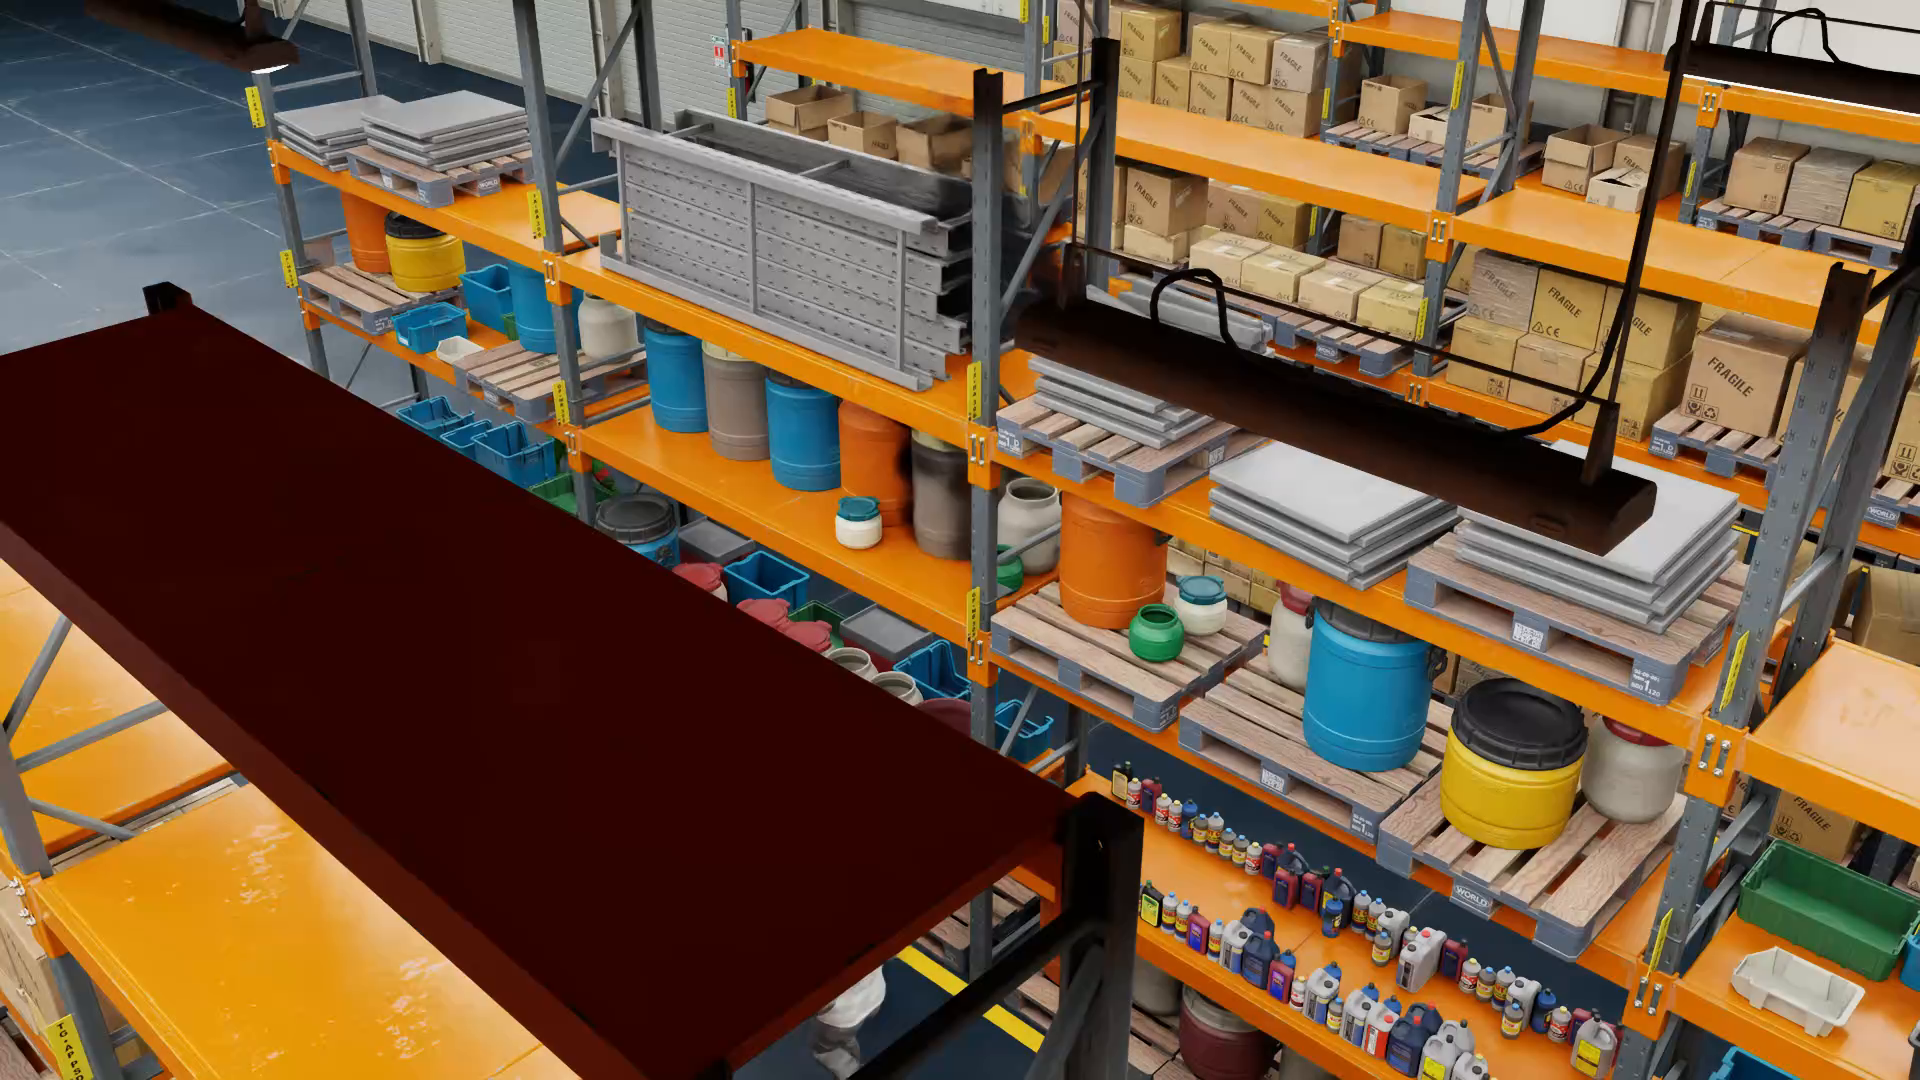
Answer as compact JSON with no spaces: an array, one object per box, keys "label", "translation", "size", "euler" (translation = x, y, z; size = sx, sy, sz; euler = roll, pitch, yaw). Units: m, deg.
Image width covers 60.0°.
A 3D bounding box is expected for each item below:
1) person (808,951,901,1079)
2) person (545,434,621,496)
[{"label":"person","translation":[-0.587,2.593,9.296],"size":[0.599,1.744,0.660],"euler":[23,37,35]},{"label":"person","translation":[-3.812,-1.067,16.268],"size":[0.904,1.825,0.640],"euler":[7,30,12]}]
